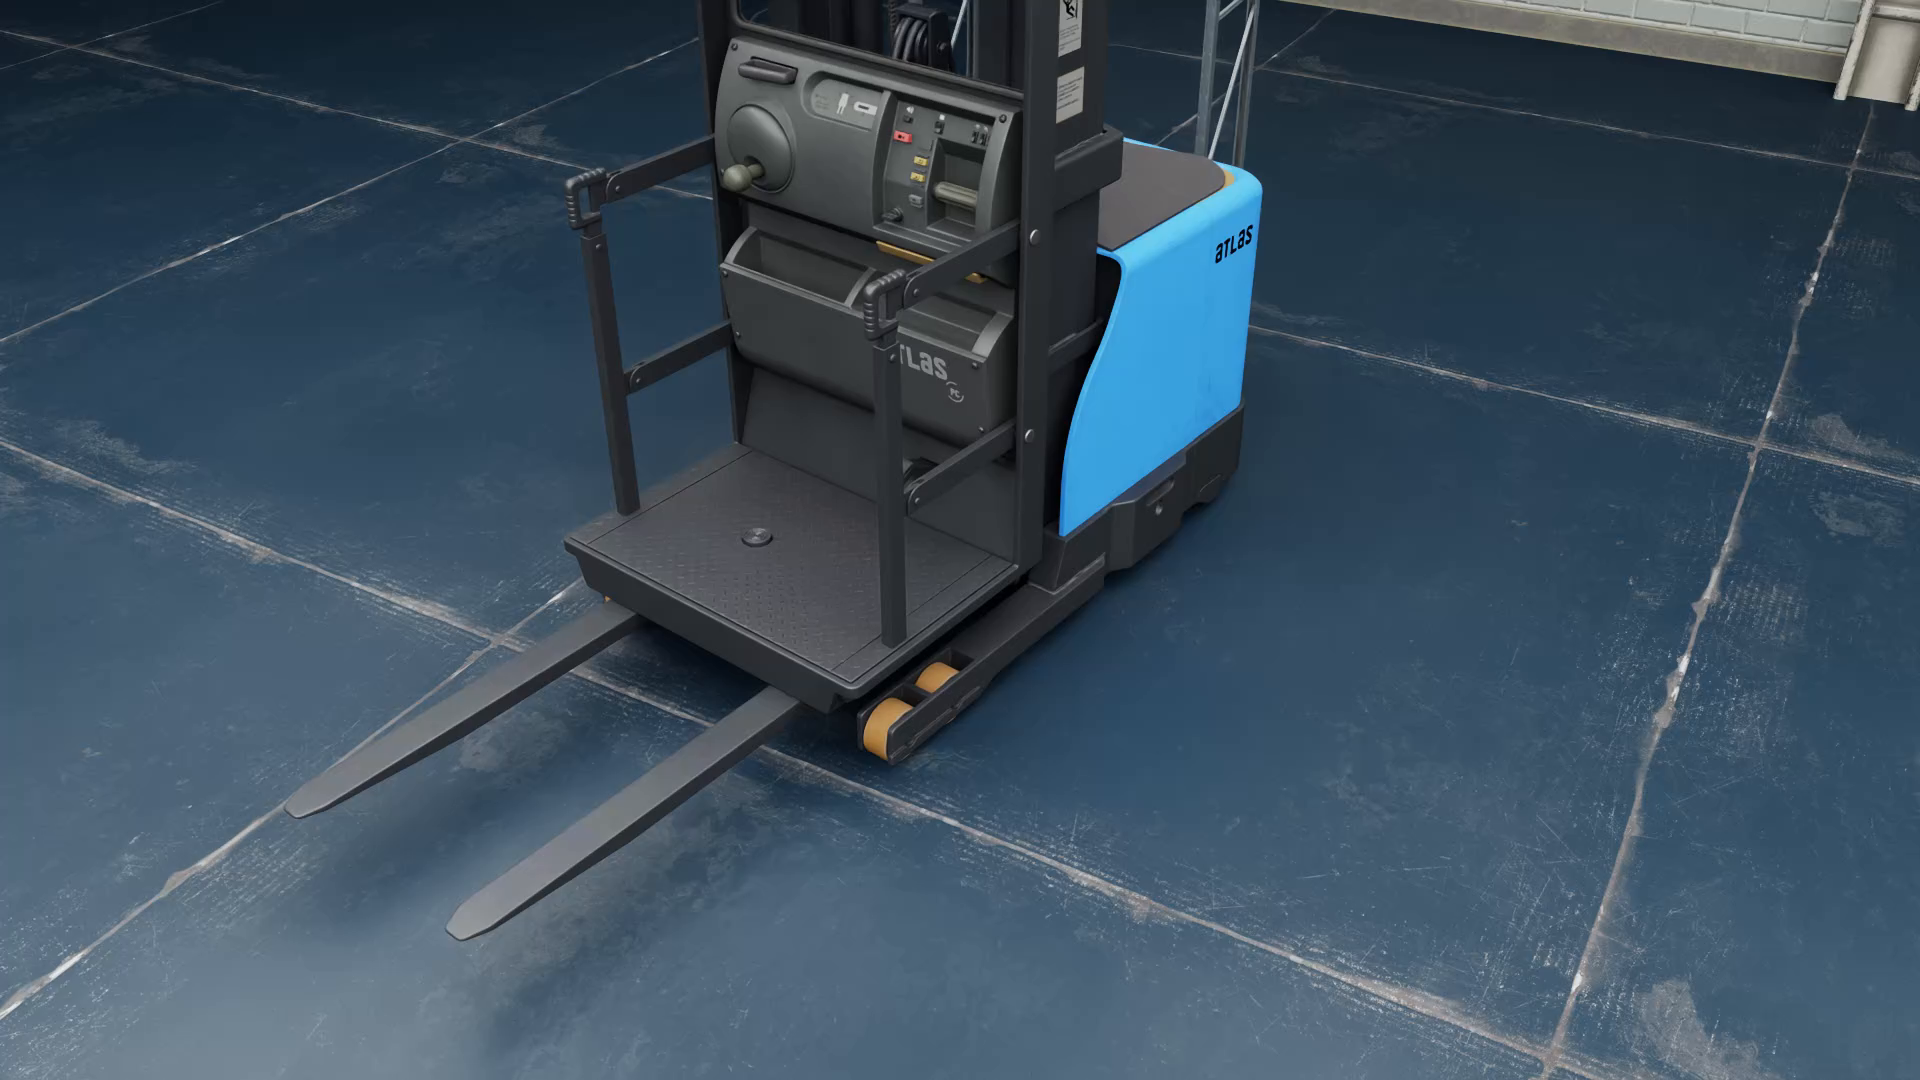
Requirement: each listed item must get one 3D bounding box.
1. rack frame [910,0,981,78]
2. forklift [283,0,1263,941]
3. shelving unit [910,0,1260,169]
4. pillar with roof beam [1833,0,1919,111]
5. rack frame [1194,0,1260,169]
[{"bbox_3d":[-0.047,-1.406,6.007,0.032,1.500,0.500,15,36,21],"label":"rack frame"},{"bbox_3d":[-0.389,-0.948,4.029,1.130,2.935,3.031,24,40,31],"label":"forklift"},{"bbox_3d":[0.412,-1.285,5.825,1.048,1.500,0.538,15,36,21],"label":"shelving unit"},{"bbox_3d":[2.697,-4.013,3.157,0.400,9.000,9.100,18,37,24],"label":"pillar with roof beam"},{"bbox_3d":[0.871,-1.165,5.644,0.032,1.500,0.500,15,36,21],"label":"rack frame"}]
